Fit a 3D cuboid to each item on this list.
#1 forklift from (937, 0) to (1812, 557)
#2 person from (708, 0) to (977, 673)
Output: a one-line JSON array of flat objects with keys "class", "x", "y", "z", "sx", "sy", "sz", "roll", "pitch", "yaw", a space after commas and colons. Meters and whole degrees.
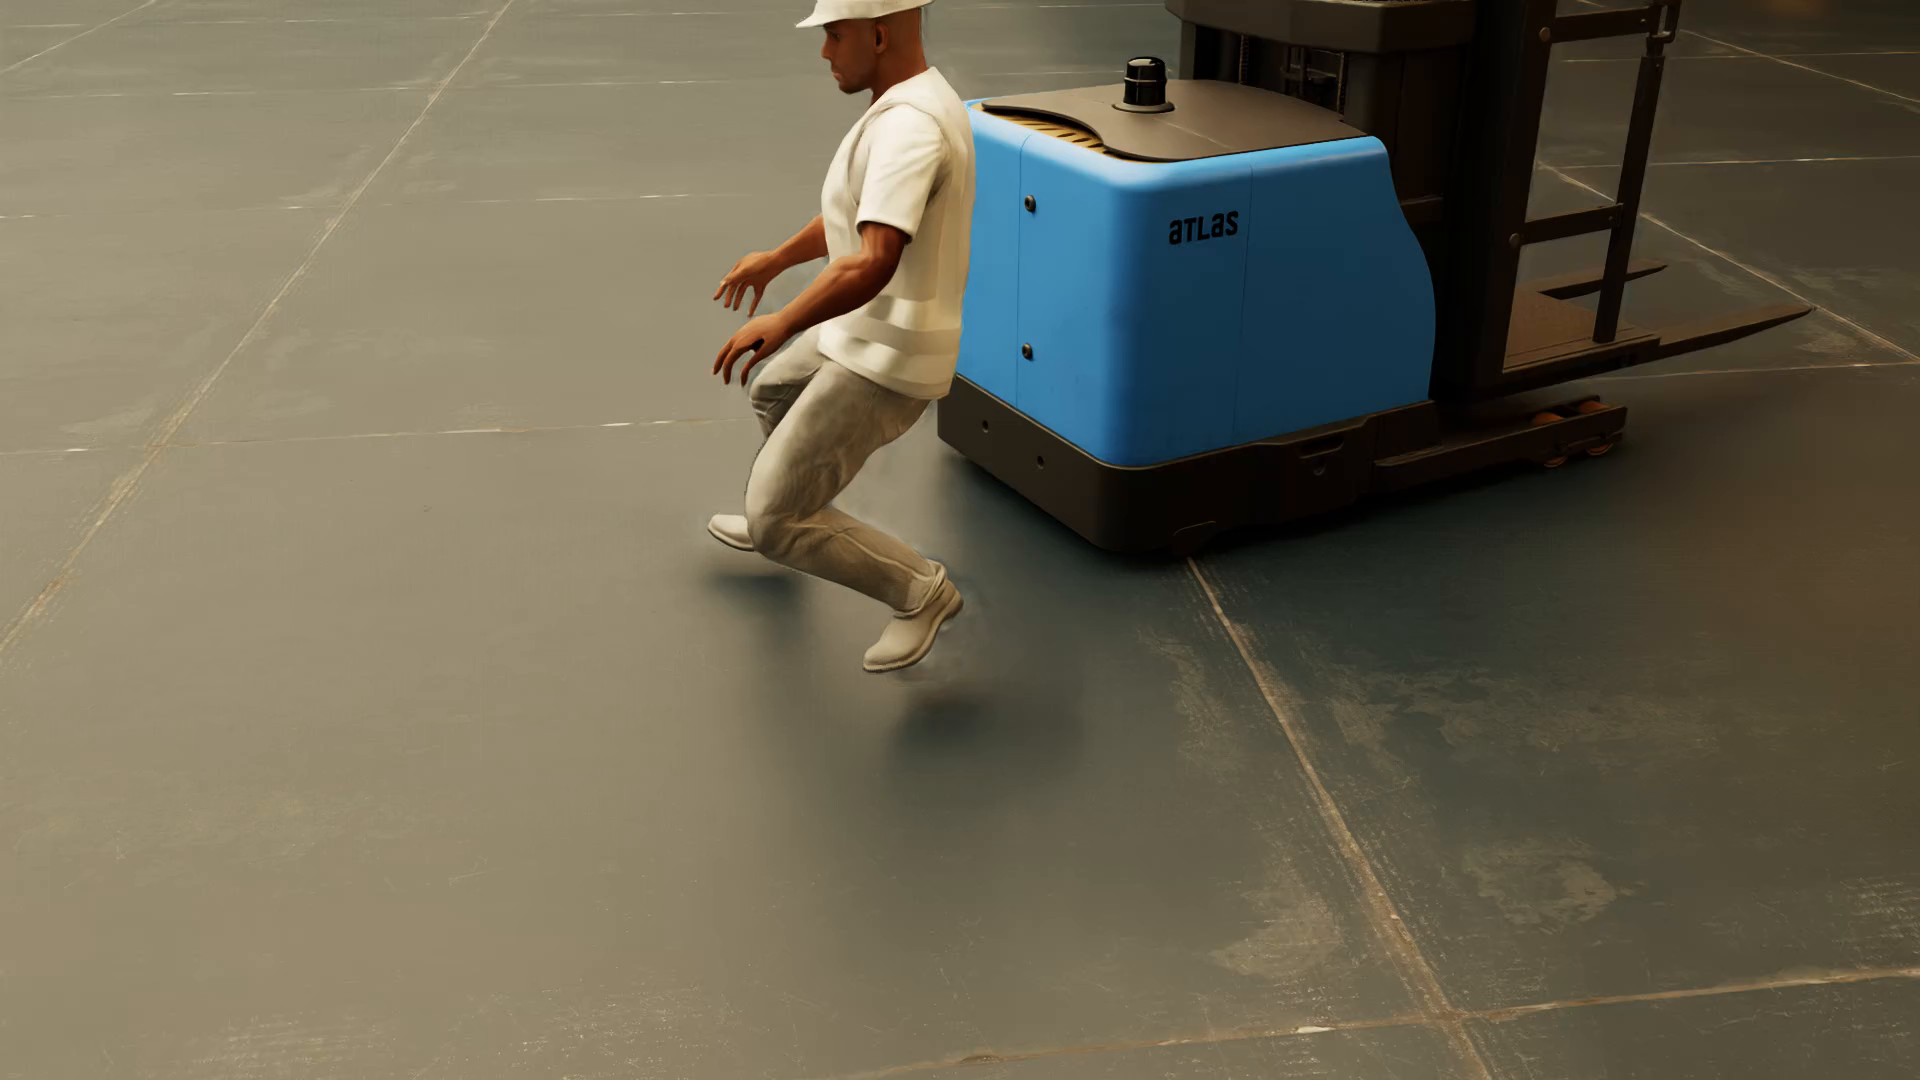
[{"class": "forklift", "x": 1.469, "y": -1.725, "z": 4.809, "sx": 3.031, "sy": 2.935, "sz": 1.130, "roll": -14, "pitch": 29, "yaw": -26}, {"class": "person", "x": -0.329, "y": -0.511, "z": 3.775, "sx": 0.732, "sy": 1.580, "sz": 0.881, "roll": 1, "pitch": 26, "yaw": 3}]
